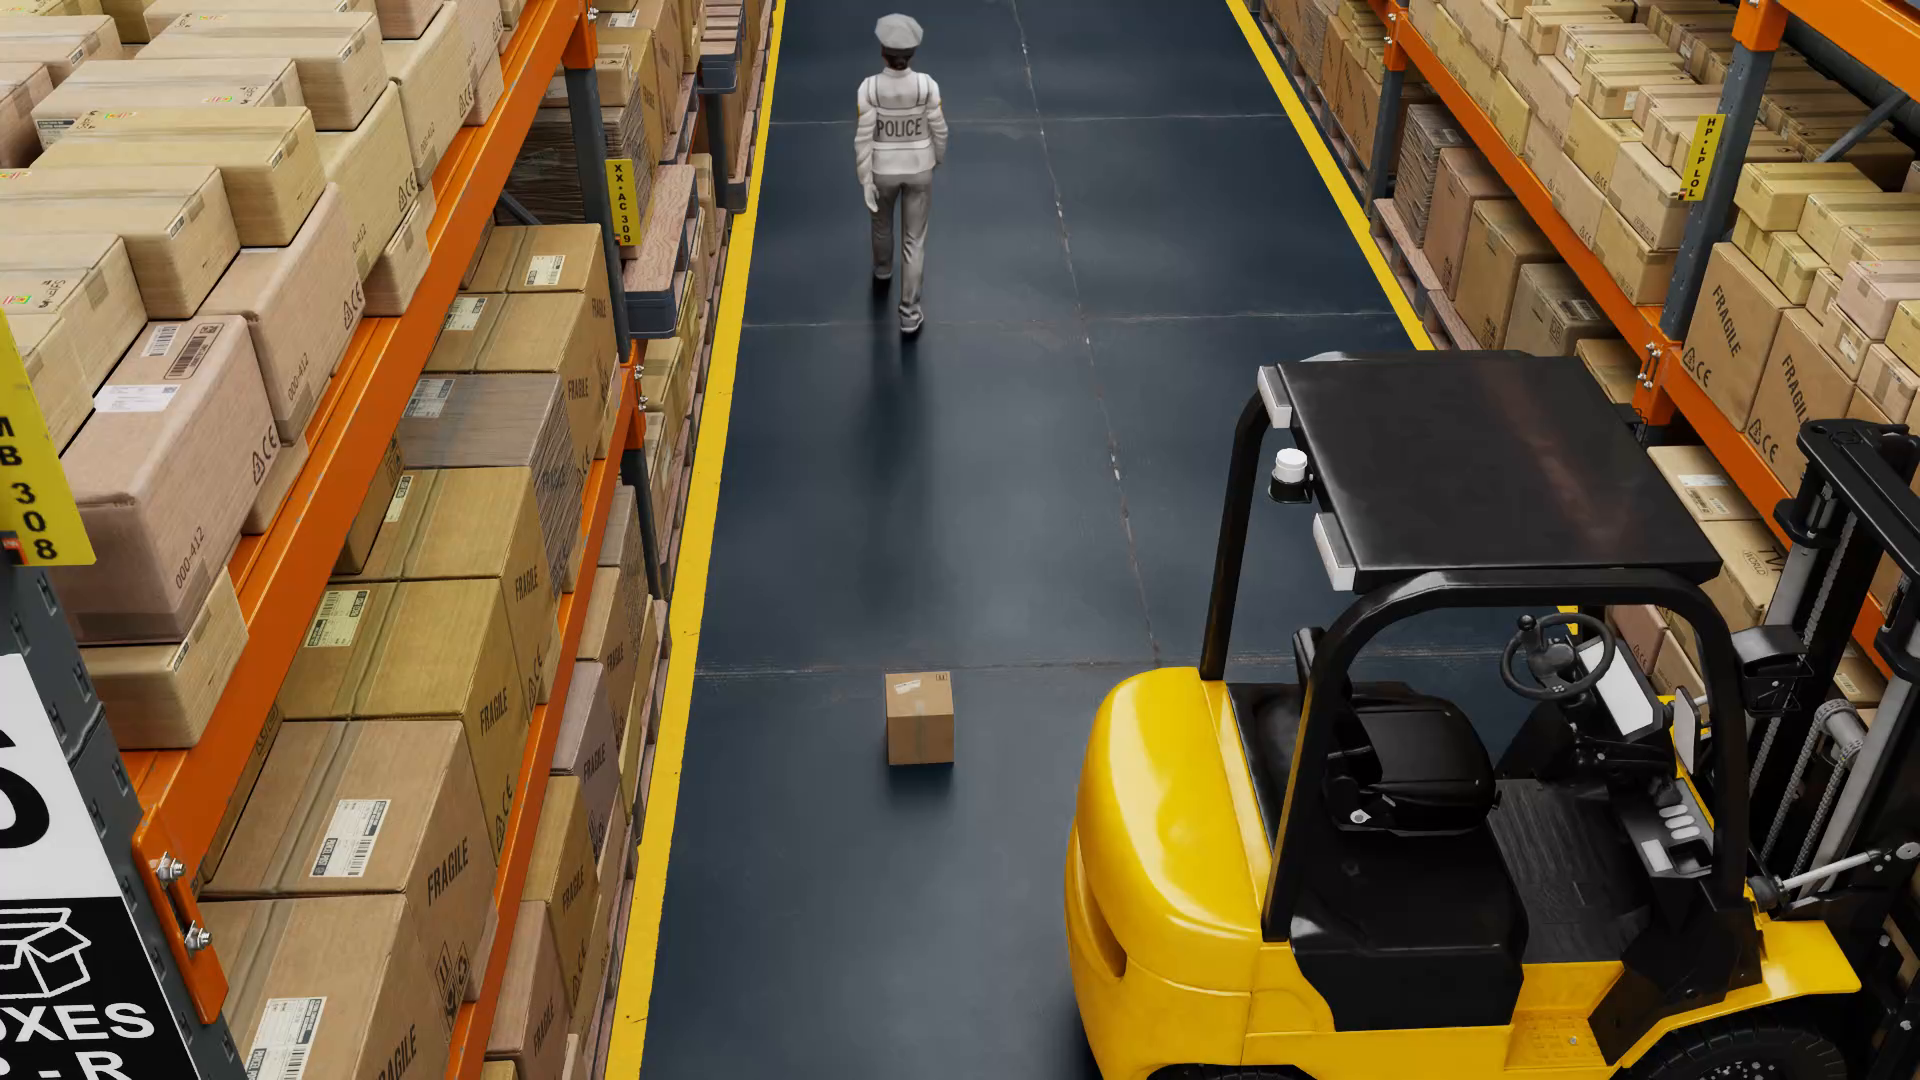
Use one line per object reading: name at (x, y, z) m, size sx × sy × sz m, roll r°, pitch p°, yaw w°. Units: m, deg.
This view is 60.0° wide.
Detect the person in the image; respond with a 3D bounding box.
person at (-0.312, -2.043, 8.974) m, size 0.499 × 1.636 × 0.954 m, roll -1°, pitch 35°, yaw -1°
